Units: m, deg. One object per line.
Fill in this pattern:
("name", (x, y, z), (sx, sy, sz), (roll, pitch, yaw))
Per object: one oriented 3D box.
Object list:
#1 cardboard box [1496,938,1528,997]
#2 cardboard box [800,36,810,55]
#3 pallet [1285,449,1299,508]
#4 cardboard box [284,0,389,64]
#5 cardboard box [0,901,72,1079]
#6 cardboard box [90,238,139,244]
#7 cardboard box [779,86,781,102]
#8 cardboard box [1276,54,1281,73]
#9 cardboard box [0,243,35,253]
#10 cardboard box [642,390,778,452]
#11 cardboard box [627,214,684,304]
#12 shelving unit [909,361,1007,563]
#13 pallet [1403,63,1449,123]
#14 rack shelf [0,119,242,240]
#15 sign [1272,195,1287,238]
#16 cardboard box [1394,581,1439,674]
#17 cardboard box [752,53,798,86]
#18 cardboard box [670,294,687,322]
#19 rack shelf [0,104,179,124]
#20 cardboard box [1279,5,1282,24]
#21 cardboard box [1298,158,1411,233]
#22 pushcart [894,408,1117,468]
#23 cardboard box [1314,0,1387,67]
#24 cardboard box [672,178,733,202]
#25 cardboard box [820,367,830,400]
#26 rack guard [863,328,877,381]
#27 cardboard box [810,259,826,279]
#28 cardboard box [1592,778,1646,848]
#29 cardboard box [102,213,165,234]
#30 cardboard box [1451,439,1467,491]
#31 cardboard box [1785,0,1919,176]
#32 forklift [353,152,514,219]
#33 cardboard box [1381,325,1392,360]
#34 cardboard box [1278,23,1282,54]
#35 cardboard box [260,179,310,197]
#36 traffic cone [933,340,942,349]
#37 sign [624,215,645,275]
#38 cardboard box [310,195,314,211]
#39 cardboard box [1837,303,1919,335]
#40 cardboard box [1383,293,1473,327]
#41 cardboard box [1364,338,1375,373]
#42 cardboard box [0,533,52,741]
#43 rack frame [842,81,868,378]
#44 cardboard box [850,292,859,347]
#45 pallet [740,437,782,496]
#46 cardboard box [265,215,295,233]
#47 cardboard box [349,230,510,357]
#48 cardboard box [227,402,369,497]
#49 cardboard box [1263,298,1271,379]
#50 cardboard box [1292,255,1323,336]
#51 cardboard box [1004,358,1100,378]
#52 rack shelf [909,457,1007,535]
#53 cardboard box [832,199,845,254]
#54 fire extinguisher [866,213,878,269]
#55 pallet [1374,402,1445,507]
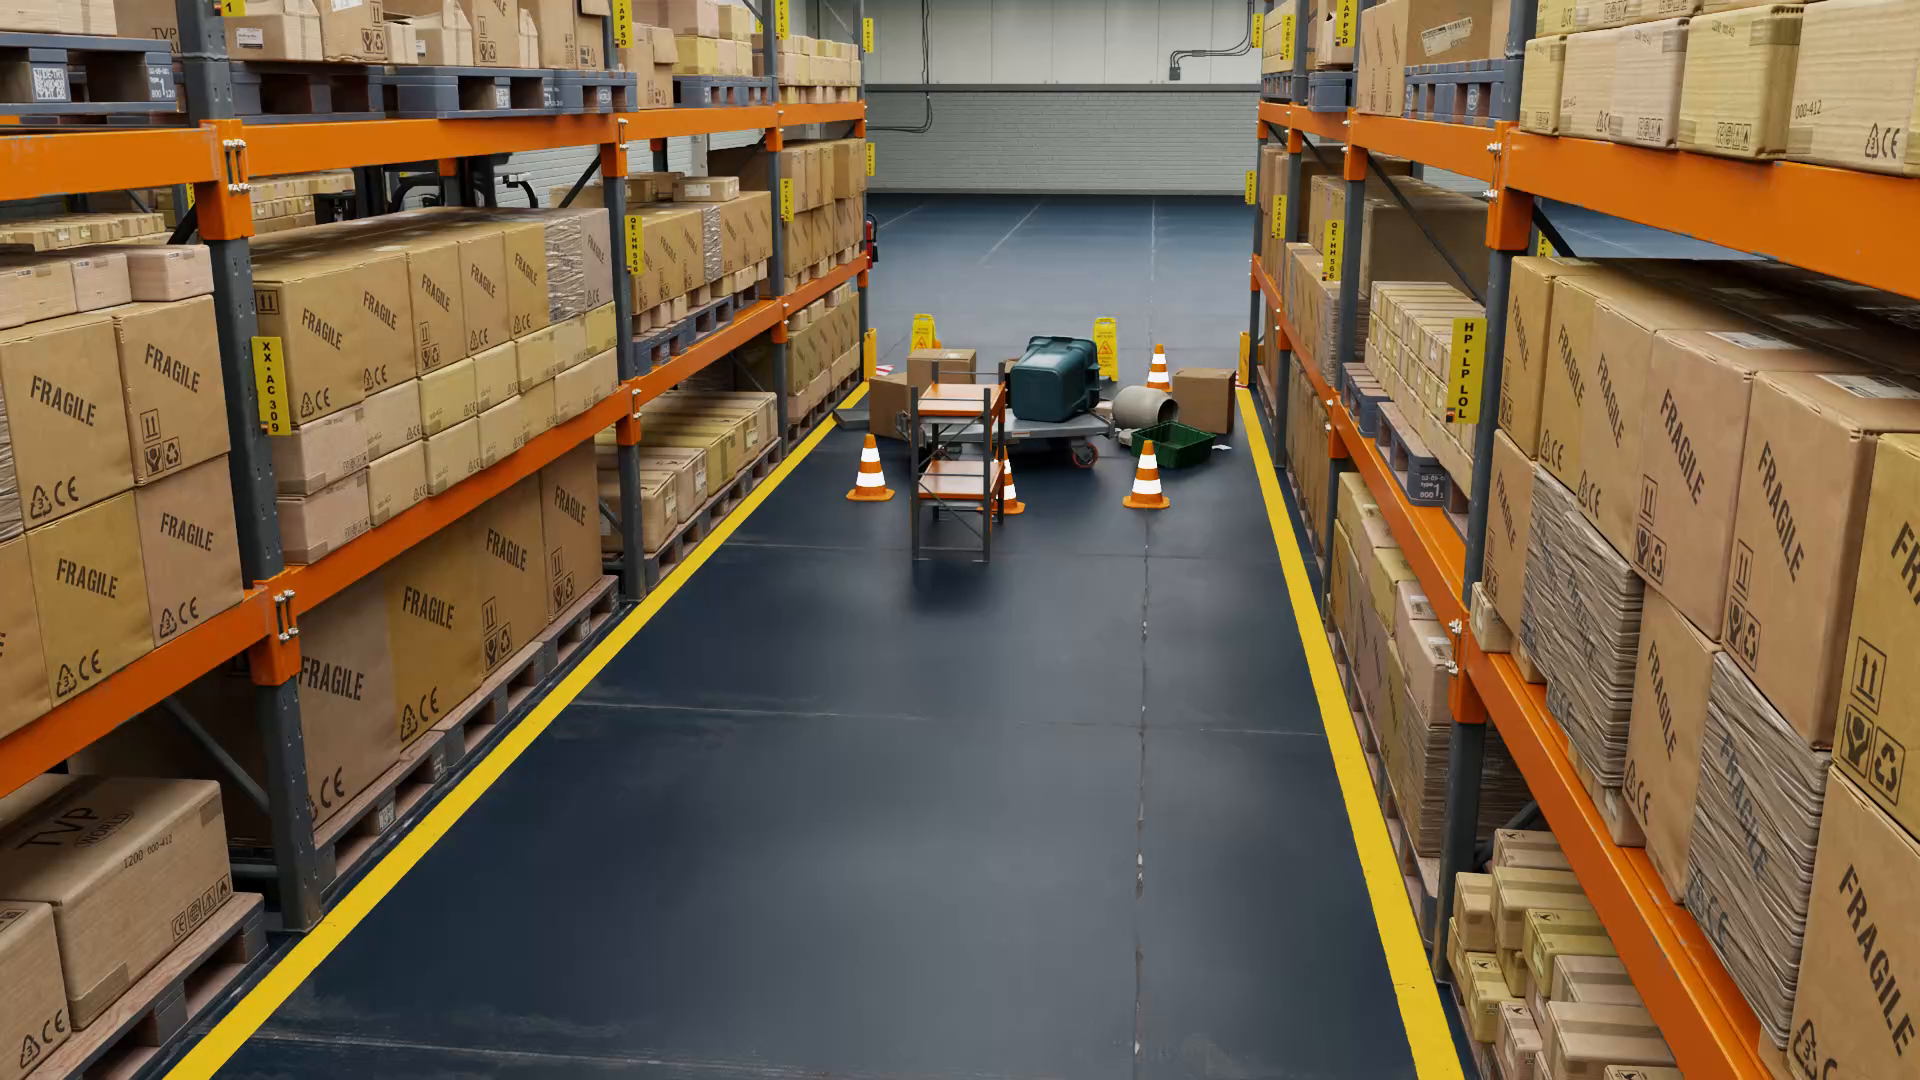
("cardboard box", (1.812, 1.237, 4.928), (0.380, 0.149, 0.250), (2, 15, 7))
("cardboard box", (-1.462, -4.128, 13.888), (0.380, 0.149, 0.250), (2, 15, 6))
("pallet", (3.001, -0.472, 12.504), (1.003, 0.211, 1.213), (2, 15, 6))
("cardboard box", (-2.432, -1.984, 6.011), (0.500, 0.500, 0.500), (1, 15, 5))
("cardboard box", (-3.097, 1.361, 4.487), (0.875, 0.438, 0.875), (1, 15, 5))
("cardboard box", (-6.701, -2.186, 12.829), (0.500, 0.250, 0.500), (1, 15, 5))
("cardboard box", (-1.635, -3.541, 13.247), (0.380, 0.149, 0.250), (1, 15, 5))
("cardboard box", (2.879, -4.033, 14.068), (0.380, 0.149, 0.250), (2, 15, 6))
("cardboard box", (-3.113, -0.835, 5.154), (0.380, 0.149, 0.250), (1, 15, 5))
("cardboard box", (-1.973, -0.938, 13.115), (0.950, 0.372, 0.625), (2, 15, 7))
("cardboard box", (-2.036, -1.743, 10.294), (0.500, 0.500, 0.500), (2, 15, 9))
("shelving unit", (-0.001, -0.541, 11.009), (0.538, 1.125, 1.048), (2, 15, 6))
("pallet", (2.400, -1.729, 6.423), (1.213, 0.211, 1.003), (2, 15, 6))
("rack shelf", (-3.045, -0.647, 3.441), (1.077, 0.370, 4.000), (2, 15, 6))
("sign", (2.461, -2.493, 12.824), (0.100, 0.325, 0.005), (2, 15, 6))
("cardboard box", (2.014, 0.363, 6.622), (0.500, 0.250, 0.500), (2, 15, 9))
("cardboard box", (-1.595, -3.765, 13.312), (0.500, 0.250, 0.500), (1, 15, 5))
("cardboard box", (-1.953, -1.476, 10.550), (0.380, 0.149, 0.250), (2, 15, 7))
("rack shelf", (-7.075, -2.867, 11.652), (1.077, 0.370, 4.000), (2, 15, 6))
("cardboard box", (2.881, -4.415, 13.953), (0.380, 0.149, 0.250), (2, 15, 6))
("cardboard box", (3.089, -2.709, 13.078), (0.875, 0.550, 0.550), (2, 15, 6))
("pushcart", (0.354, -0.820, 13.472), (1.648, 0.377, 0.936), (-4, 16, -13))
("cardboard box", (2.480, -3.190, 10.277), (0.500, 0.500, 0.500), (2, 15, 6))
("cardboard box", (-1.817, -2.471, 11.744), (0.380, 0.149, 0.250), (1, 15, 4))
("cardboard box", (-1.476, -1.437, 15.193), (0.500, 0.250, 0.500), (1, 15, 6))
("rack guard", (-1.474, -1.951, 17.420), (1.175, 0.500, 0.348), (2, 15, 6))
("cardboard box", (-1.409, -2.423, 14.856), (0.380, 0.149, 0.250), (2, 15, 7))
("cardboard box", (1.653, 0.582, 3.743), (0.380, 0.149, 0.250), (2, 15, 9))
("cardboard box", (-6.667, -2.552, 13.418), (0.380, 0.149, 0.250), (2, 15, 8))
("cardboard box", (2.017, -0.268, 6.083), (0.380, 0.149, 0.250), (2, 15, 6))
("cardboard box", (1.567, -0.670, 2.436), (0.500, 0.250, 0.500), (2, 15, 9))
("forklift", (-4.315, -2.254, 13.881), (1.130, 2.935, 3.031), (0, 15, 0))
("cardboard box", (2.252, -0.949, 8.032), (0.380, 0.149, 0.250), (1, 15, 5))
("cardboard box", (2.929, -4.187, 13.874), (0.500, 0.250, 0.500), (2, 15, 6))
("cardboard box", (-6.396, -3.331, 15.729), (0.380, 0.149, 0.250), (2, 15, 7))
("traffic cone", (-0.232, -1.803, 16.945), (0.336, 0.463, 0.334), (2, 15, 6))
("sign", (-1.816, -1.646, 9.285), (0.100, 0.325, 0.005), (2, 15, 6))
("cardboard box", (-6.279, -3.253, 16.010), (0.380, 0.149, 0.250), (2, 15, 7))
("cardboard box", (2.201, -0.224, 3.566), (0.500, 0.500, 0.500), (2, 15, 8))
("cardboard box", (2.257, -1.104, 8.037), (0.380, 0.149, 0.250), (2, 15, 6))
("cardboard box", (2.311, -0.955, 8.622), (0.380, 0.149, 0.250), (1, 15, 5))
("cardboard box", (-2.713, 0.279, 4.193), (0.500, 0.500, 0.500), (1, 15, 5))
("rack frame", (-1.465, -3.178, 17.167), (1.000, 3.000, 0.127), (2, 15, 6))
("cardboard box", (-1.297, -2.200, 16.576), (0.500, 0.500, 0.500), (2, 15, 7))
("pallet", (-2.003, -0.592, 12.947), (1.003, 0.211, 1.213), (2, 15, 6))
("cardboard box", (-6.441, -2.708, 15.239), (0.500, 0.500, 0.500), (2, 15, 6))
("cardboard box", (-2.343, -1.099, 7.373), (0.500, 0.500, 0.500), (1, 15, 5))
("cardboard box", (-2.490, -0.340, 6.003), (0.500, 0.250, 0.500), (1, 15, 5))
("cardboard box", (3.454, -2.057, 16.290), (0.875, 0.875, 0.875), (2, 15, 7))
("cardboard box", (2.571, -1.680, 11.436), (0.500, 0.500, 0.500), (2, 15, 6))
("cardboard box", (0.852, -1.442, 15.532), (0.797, 0.503, 0.637), (-10, 18, -32))
("rack shelf", (-0.001, -0.305, 11.073), (0.538, 0.278, 1.000), (2, 15, 6))
("cardboard box", (-1.374, -2.961, 15.605), (0.500, 0.500, 0.500), (2, 15, 6))
("fire extinguisher", (-0.995, -3.156, 17.237), (0.296, 0.674, 0.183), (2, 15, 6))
("pallet", (2.379, -0.376, 7.173), (1.003, 0.211, 1.213), (2, 15, 6))
